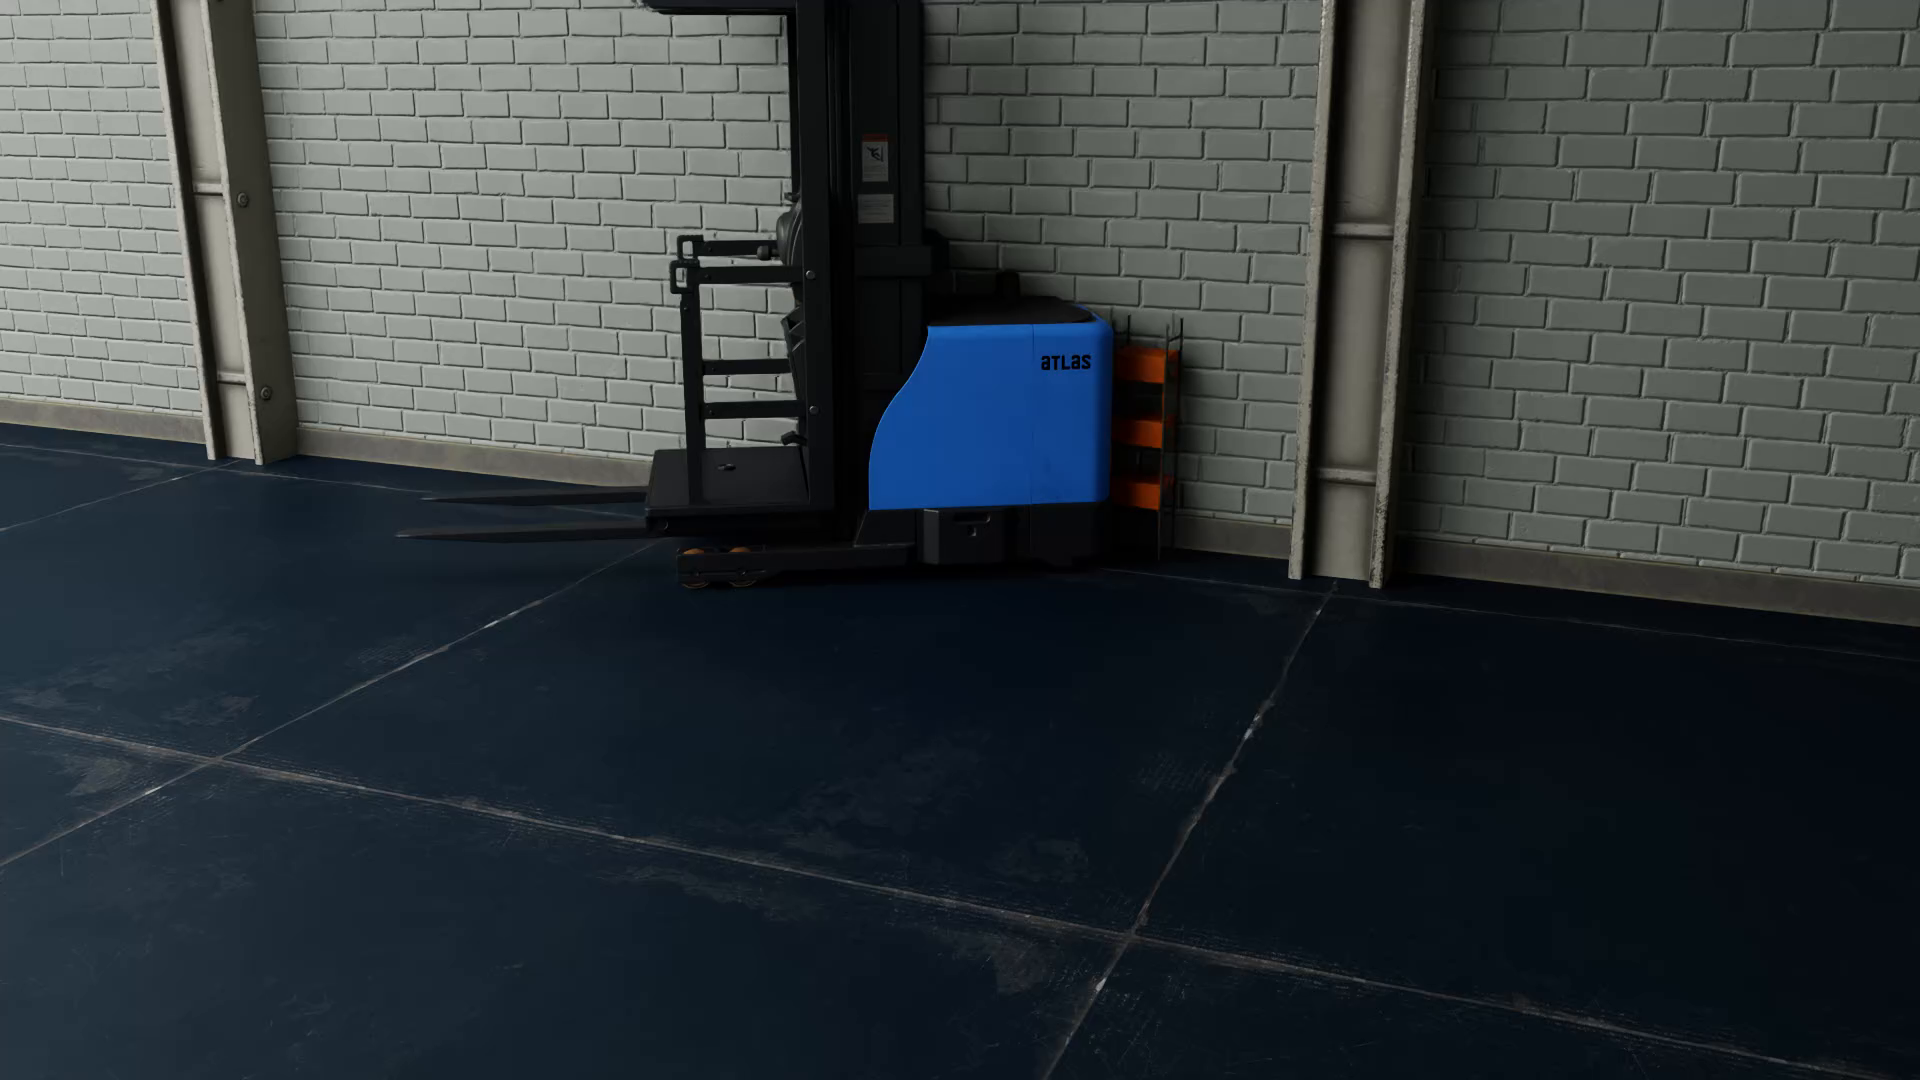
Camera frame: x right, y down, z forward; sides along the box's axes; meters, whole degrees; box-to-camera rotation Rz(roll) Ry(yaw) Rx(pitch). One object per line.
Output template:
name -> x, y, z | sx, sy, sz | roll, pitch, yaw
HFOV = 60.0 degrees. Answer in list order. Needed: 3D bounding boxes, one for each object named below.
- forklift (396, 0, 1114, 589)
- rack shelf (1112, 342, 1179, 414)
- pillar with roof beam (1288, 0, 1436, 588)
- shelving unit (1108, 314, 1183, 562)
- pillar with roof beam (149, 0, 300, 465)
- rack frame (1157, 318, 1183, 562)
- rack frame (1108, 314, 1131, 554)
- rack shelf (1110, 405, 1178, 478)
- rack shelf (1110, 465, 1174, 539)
forklift -> -0.898, -1.359, 7.096 | 3.031, 2.935, 1.130 | -2, 16, -7
rack shelf -> 0.811, -0.709, 7.246 | 0.240, 0.259, 0.215 | 8, 19, 25
pillar with roof beam -> 0.065, -3.061, 2.078 | 0.400, 9.000, 9.100 | 6, 17, 21
shelving unit -> 0.811, -0.448, 7.326 | 0.252, 1.050, 0.215 | 8, 19, 25
pillar with roof beam -> -5.517, -3.675, 4.193 | 0.400, 9.000, 9.100 | 6, 17, 21
rack frame -> 0.920, -0.432, 7.274 | 0.008, 1.050, 0.200 | 8, 19, 25
rack frame -> 0.702, -0.464, 7.377 | 0.008, 1.050, 0.200 | 8, 19, 25
rack shelf -> 0.811, -0.438, 7.329 | 0.240, 0.259, 0.215 | 8, 19, 25
rack shelf -> 0.810, -0.172, 7.410 | 0.240, 0.259, 0.215 | 8, 19, 25
